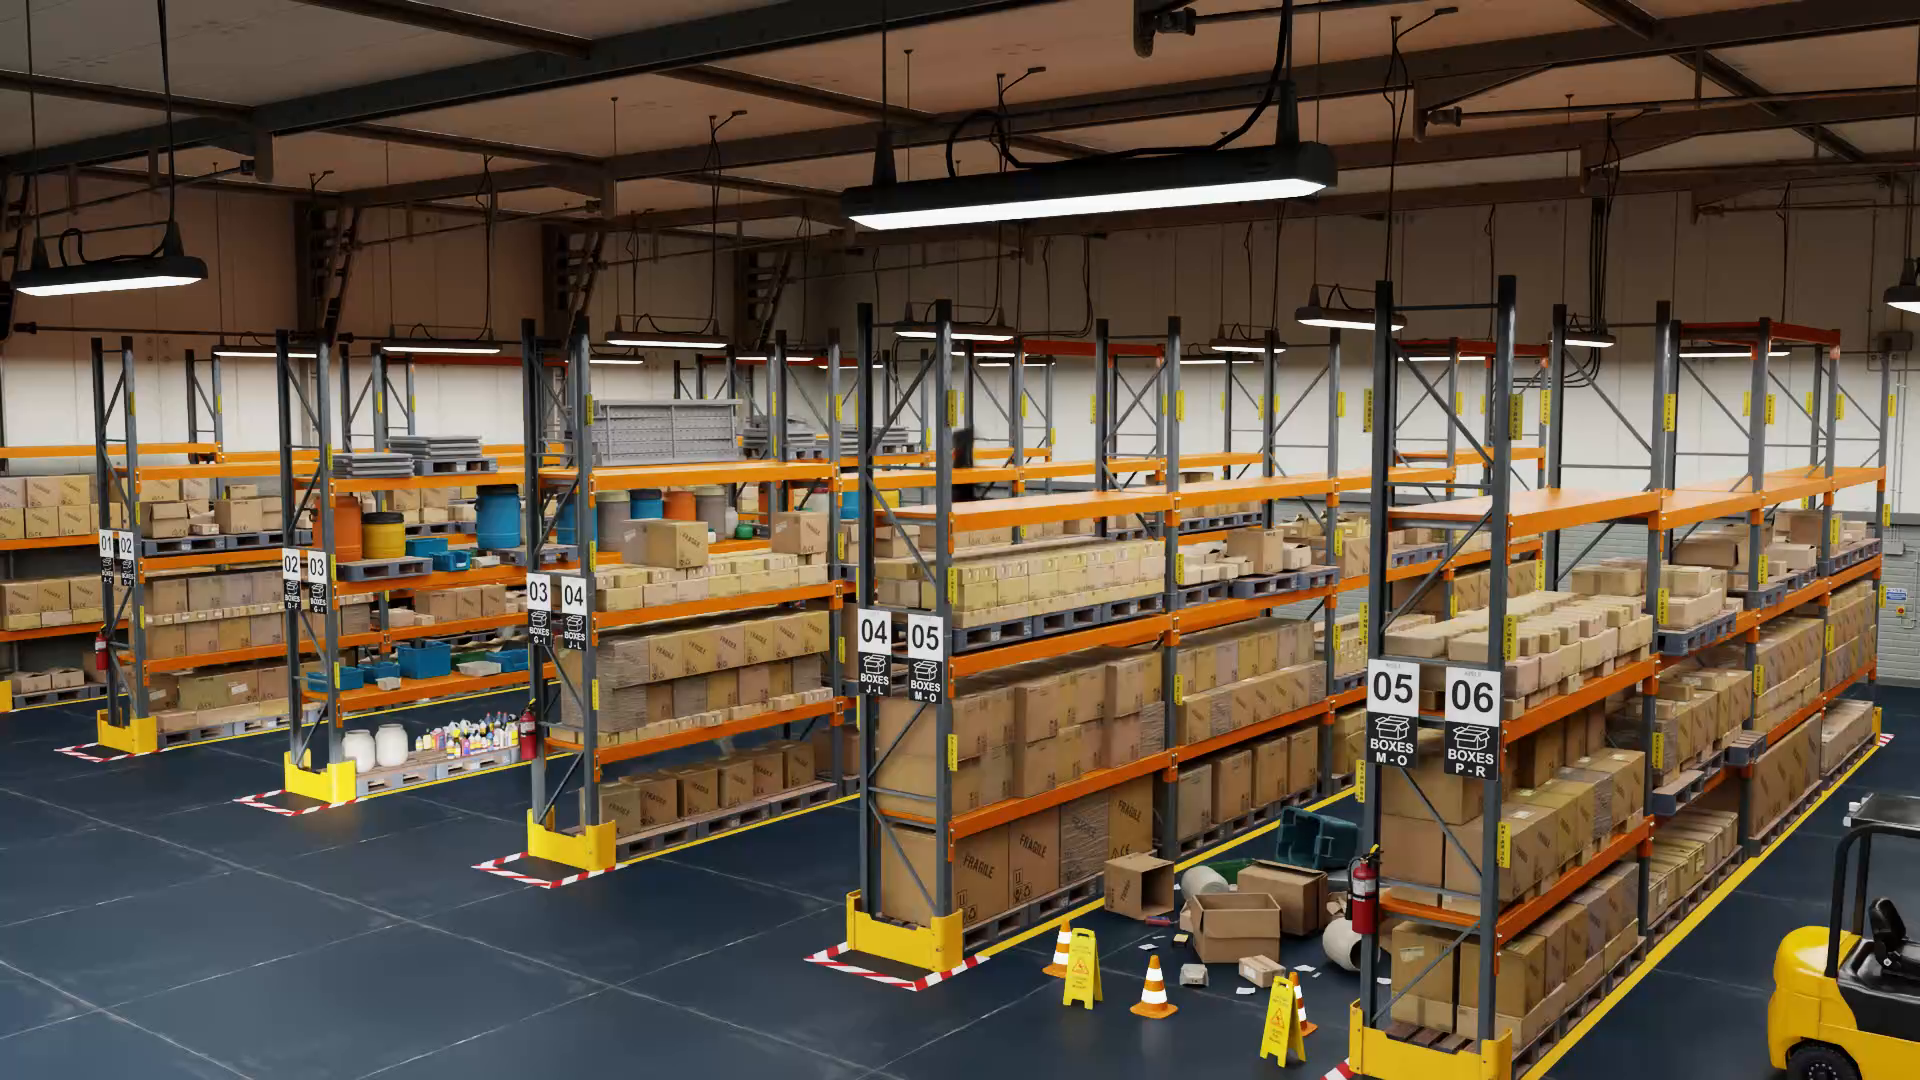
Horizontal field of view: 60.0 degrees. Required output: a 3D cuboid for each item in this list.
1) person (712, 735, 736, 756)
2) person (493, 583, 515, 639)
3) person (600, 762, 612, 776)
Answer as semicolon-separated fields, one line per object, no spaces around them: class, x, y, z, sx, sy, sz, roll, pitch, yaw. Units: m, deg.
person;-3.156;2.394;22.560;0.461;1.679;0.571;-2;5;-20
person;-8.806;1.589;32.141;0.674;1.581;0.993;1;5;16
person;-4.892;2.343;22.622;0.656;1.725;0.529;1;5;7
